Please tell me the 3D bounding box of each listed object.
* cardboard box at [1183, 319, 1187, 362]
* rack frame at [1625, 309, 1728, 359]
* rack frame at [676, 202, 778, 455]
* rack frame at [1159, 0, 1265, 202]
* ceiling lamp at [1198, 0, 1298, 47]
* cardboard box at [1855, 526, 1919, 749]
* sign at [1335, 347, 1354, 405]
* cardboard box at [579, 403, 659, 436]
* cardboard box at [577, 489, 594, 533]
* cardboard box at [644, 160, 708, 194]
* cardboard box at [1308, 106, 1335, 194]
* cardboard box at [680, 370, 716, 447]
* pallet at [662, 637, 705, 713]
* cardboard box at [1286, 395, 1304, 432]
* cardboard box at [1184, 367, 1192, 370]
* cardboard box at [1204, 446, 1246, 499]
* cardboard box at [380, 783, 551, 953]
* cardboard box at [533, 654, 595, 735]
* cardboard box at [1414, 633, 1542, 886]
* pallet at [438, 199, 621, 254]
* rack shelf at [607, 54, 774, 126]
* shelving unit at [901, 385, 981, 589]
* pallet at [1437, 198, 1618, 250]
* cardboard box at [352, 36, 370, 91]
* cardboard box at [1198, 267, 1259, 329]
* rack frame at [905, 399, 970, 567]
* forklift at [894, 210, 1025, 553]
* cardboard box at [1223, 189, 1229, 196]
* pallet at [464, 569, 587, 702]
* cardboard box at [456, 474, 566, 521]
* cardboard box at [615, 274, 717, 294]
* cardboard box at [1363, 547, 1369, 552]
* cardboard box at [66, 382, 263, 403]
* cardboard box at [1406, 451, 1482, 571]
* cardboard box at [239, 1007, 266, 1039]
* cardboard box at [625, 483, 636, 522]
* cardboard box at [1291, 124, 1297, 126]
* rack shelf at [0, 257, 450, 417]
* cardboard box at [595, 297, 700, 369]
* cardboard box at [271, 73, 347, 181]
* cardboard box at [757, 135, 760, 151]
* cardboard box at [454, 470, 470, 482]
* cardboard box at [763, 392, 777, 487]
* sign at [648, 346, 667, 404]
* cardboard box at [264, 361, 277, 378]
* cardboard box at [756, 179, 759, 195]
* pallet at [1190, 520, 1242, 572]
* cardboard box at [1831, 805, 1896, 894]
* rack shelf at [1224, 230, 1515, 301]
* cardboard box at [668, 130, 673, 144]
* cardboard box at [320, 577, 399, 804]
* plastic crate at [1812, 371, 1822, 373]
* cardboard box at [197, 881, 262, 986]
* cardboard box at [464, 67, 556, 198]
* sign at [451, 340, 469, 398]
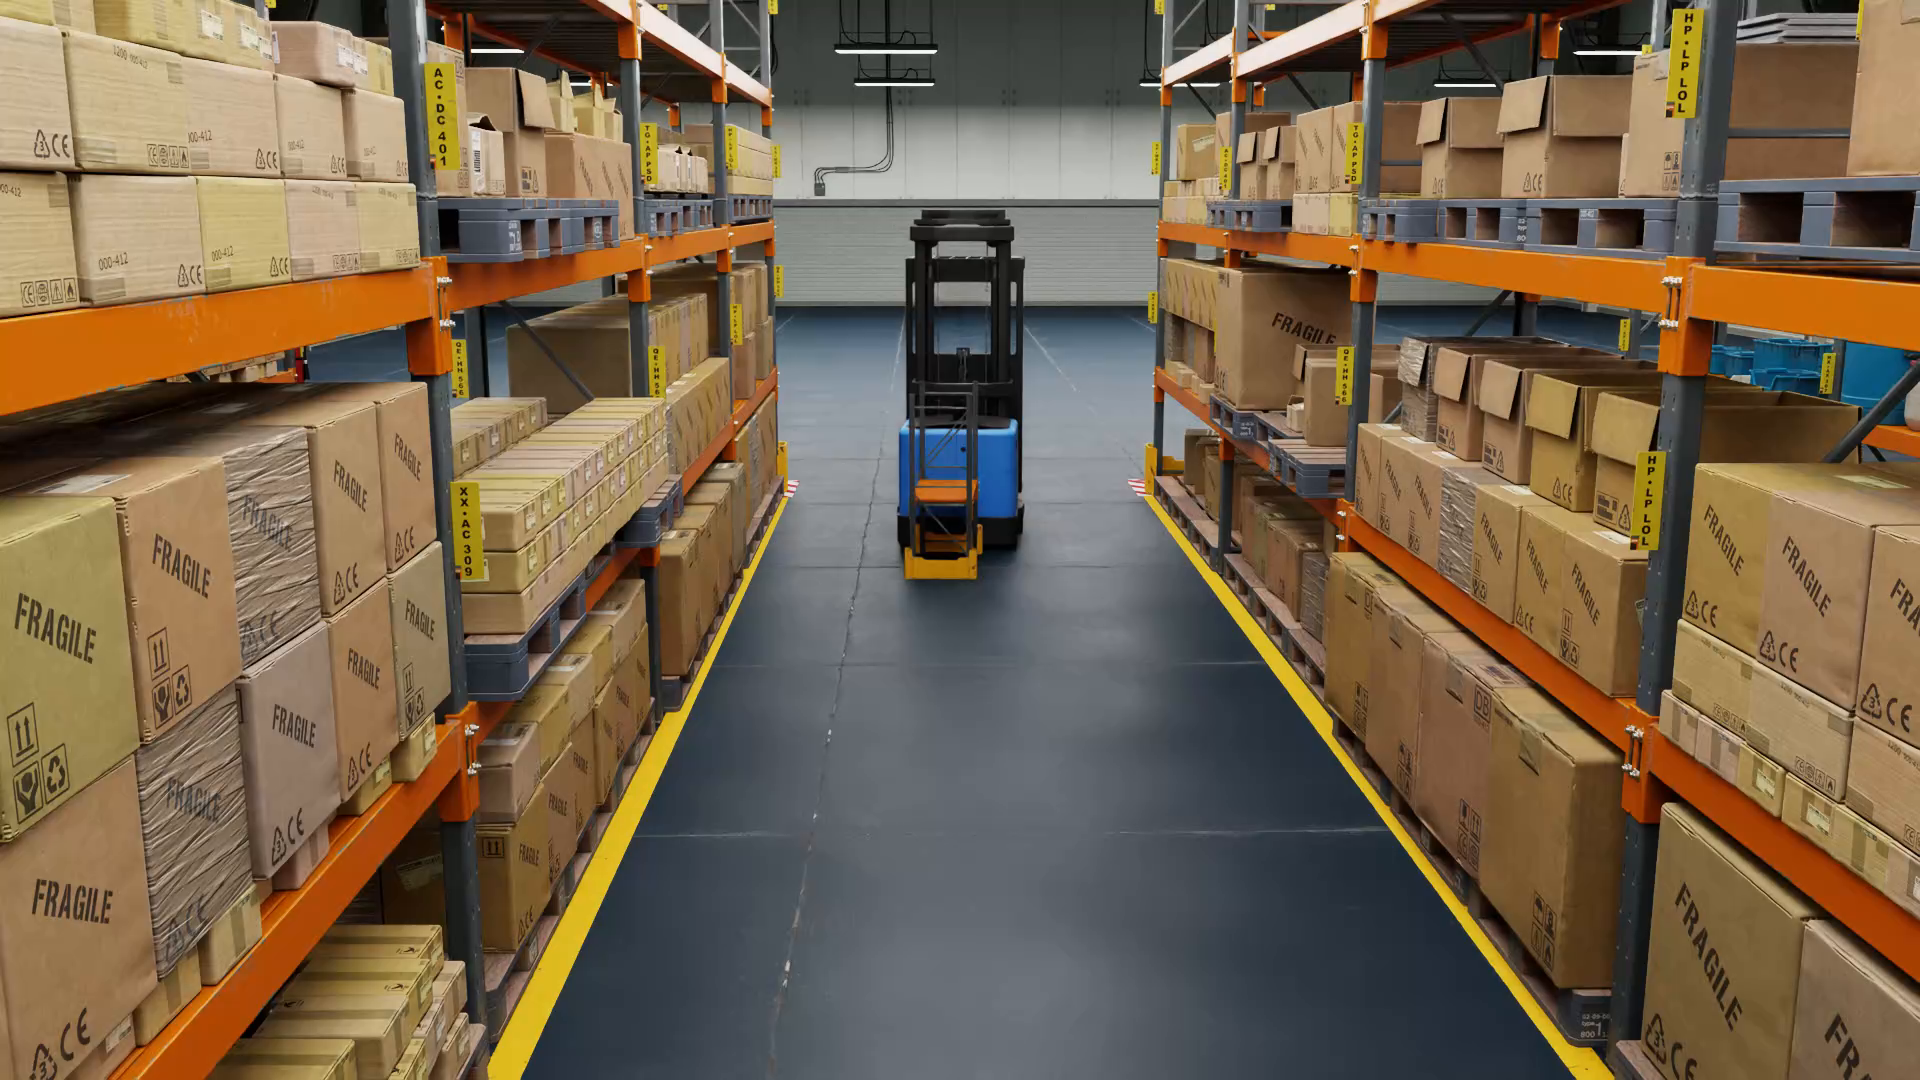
[{"bbox_3d":[2.656,-1.974,16.246,0.875,0.500,0.500,0,11,-1],"label":"cardboard box"},{"bbox_3d":[7.494,-2.008,17.412,1.000,3.000,0.127,0,11,-1],"label":"rack frame"},{"bbox_3d":[-2.419,-1.987,17.311,1.000,3.000,0.127,0,11,-1],"label":"rack frame"},{"bbox_3d":[2.542,-4.928,16.716,1.000,3.000,0.127,0,11,-1],"label":"rack frame"},{"bbox_3d":[5.629,-11.048,32.201,2.000,3.185,0.800,0,11,-1],"label":"ceiling lamp"},{"bbox_3d":[2.562,0.256,3.998,0.500,0.500,0.500,-1,11,-3],"label":"cardboard box"},{"bbox_3d":[2.165,-0.922,9.346,0.100,0.325,0.005,0,11,-1],"label":"sign"},{"bbox_3d":[-1.782,-0.626,8.679,0.380,0.149,0.250,0,11,-2],"label":"cardboard box"},{"bbox_3d":[-1.746,-0.119,6.928,0.380,0.149,0.250,0,11,1],"label":"cardboard box"},{"bbox_3d":[-2.162,-2.704,12.368,0.500,0.250,0.500,0,11,-1],"label":"cardboard box"},{"bbox_3d":[2.426,-2.357,10.080,0.500,0.500,0.500,0,11,-1],"label":"cardboard box"},{"bbox_3d":[-2.037,-0.938,11.885,0.500,0.500,0.500,0,11,-1],"label":"cardboard box"},{"bbox_3d":[-2.194,0.812,10.523,1.003,0.211,1.213,0,11,-1],"label":"pallet"},{"bbox_3d":[2.403,-0.868,11.074,0.396,0.266,0.258,-1,11,-3],"label":"cardboard box"},{"bbox_3d":[2.342,-1.558,15.828,0.380,0.149,0.250,0,11,-1],"label":"cardboard box"},{"bbox_3d":[2.579,-0.601,15.708,0.500,0.500,0.500,1,11,4],"label":"cardboard box"},{"bbox_3d":[-1.921,1.269,6.489,0.500,0.500,0.500,0,11,1],"label":"cardboard box"},{"bbox_3d":[-1.942,0.695,7.436,0.500,0.250,0.500,0,11,1],"label":"cardboard box"},{"bbox_3d":[2.738,0.928,7.226,1.225,0.875,0.875,-1,11,-3],"label":"cardboard box"},{"bbox_3d":[-2.102,-1.309,6.896,1.213,0.211,1.003,0,11,-1],"label":"pallet"},{"bbox_3d":[-2.378,-3.981,14.866,1.077,0.370,4.000,0,11,-1],"label":"rack shelf"},{"bbox_3d":[-0.145,-0.455,13.527,0.587,1.500,1.083,1,11,3],"label":"shelving unit"},{"bbox_3d":[2.800,-1.425,7.469,1.003,0.211,1.213,0,11,1],"label":"pallet"},{"bbox_3d":[-1.876,-1.325,4.620,0.380,0.149,0.250,0,11,0],"label":"cardboard box"},{"bbox_3d":[2.329,-2.065,14.179,0.500,0.500,0.500,0,11,-1],"label":"cardboard box"},{"bbox_3d":[-0.174,-0.355,13.039,0.500,1.500,0.032,1,11,3],"label":"rack frame"},{"bbox_3d":[0.037,-1.565,15.400,1.130,2.935,3.031,1,11,3],"label":"forklift"},{"bbox_3d":[2.329,-2.848,13.382,0.380,0.149,0.250,0,11,1],"label":"cardboard box"},{"bbox_3d":[-2.041,0.340,6.324,1.003,0.211,1.213,0,11,-1],"label":"pallet"},{"bbox_3d":[-1.734,-0.163,6.396,0.380,0.149,0.250,0,11,-1],"label":"cardboard box"},{"bbox_3d":[-2.437,-1.977,14.168,0.875,0.550,0.550,0,11,-1],"label":"cardboard box"},{"bbox_3d":[2.664,0.111,10.260,0.500,0.250,0.500,0,11,1],"label":"cardboard box"},{"bbox_3d":[-2.405,-0.196,4.967,0.500,0.500,0.500,0,11,0],"label":"cardboard box"},{"bbox_3d":[2.472,-0.144,7.975,0.500,0.500,0.500,0,11,-2],"label":"cardboard box"},{"bbox_3d":[-2.388,1.567,5.157,0.380,0.149,0.250,0,11,-1],"label":"cardboard box"},{"bbox_3d":[-1.766,-0.180,7.978,0.380,0.149,0.250,-1,11,-4],"label":"cardboard box"},{"bbox_3d":[2.827,-3.590,15.411,0.500,0.500,0.500,0,11,-1],"label":"cardboard box"},{"bbox_3d":[-2.130,-0.322,3.366,1.077,0.370,4.000,0,11,-1],"label":"rack shelf"},{"bbox_3d":[-2.307,-1.530,12.292,0.700,0.500,0.500,0,11,-2],"label":"cardboard box"},{"bbox_3d":[-1.908,-1.049,4.263,0.500,0.250,0.500,-1,11,-3],"label":"cardboard box"},{"bbox_3d":[-2.047,-3.662,15.337,0.380,0.149,0.250,0,11,-2],"label":"cardboard box"},{"bbox_3d":[-2.407,-0.219,7.422,0.380,0.149,0.250,0,11,1],"label":"cardboard box"},{"bbox_3d":[-2.339,-1.017,16.817,0.875,0.875,0.875,0,11,-1],"label":"cardboard box"},{"bbox_3d":[-1.711,-0.930,9.385,0.100,0.325,0.005,0,11,-1],"label":"sign"},{"bbox_3d":[-7.028,-1.700,16.528,0.380,0.149,0.250,0,11,-2],"label":"cardboard box"},{"bbox_3d":[-2.042,-3.221,15.172,0.380,0.149,0.250,0,11,0],"label":"cardboard box"},{"bbox_3d":[2.576,0.041,14.327,1.003,0.211,1.213,0,11,-1],"label":"pallet"},{"bbox_3d":[2.488,0.789,4.259,0.380,0.149,0.250,0,11,-2],"label":"cardboard box"},{"bbox_3d":[2.666,-1.912,11.207,1.077,0.370,4.000,0,11,-1],"label":"rack shelf"},{"bbox_3d":[-2.684,-3.458,14.332,0.380,0.149,0.250,0,11,-1],"label":"cardboard box"},{"bbox_3d":[-1.869,0.401,4.536,0.500,0.500,0.500,-1,11,-3],"label":"cardboard box"},{"bbox_3d":[7.831,-1.380,14.850,0.450,0.188,0.662,0,11,-1],"label":"plastic crate"},{"bbox_3d":[-1.827,0.887,3.772,0.380,0.149,0.250,0,11,0],"label":"cardboard box"},{"bbox_3d":[-2.071,-1.636,6.719,0.797,0.503,0.637,0,11,-2],"label":"cardboard box"},{"bbox_3d":[-2.808,-0.962,9.343,0.100,0.325,0.005,0,11,-1],"label":"sign"}]
